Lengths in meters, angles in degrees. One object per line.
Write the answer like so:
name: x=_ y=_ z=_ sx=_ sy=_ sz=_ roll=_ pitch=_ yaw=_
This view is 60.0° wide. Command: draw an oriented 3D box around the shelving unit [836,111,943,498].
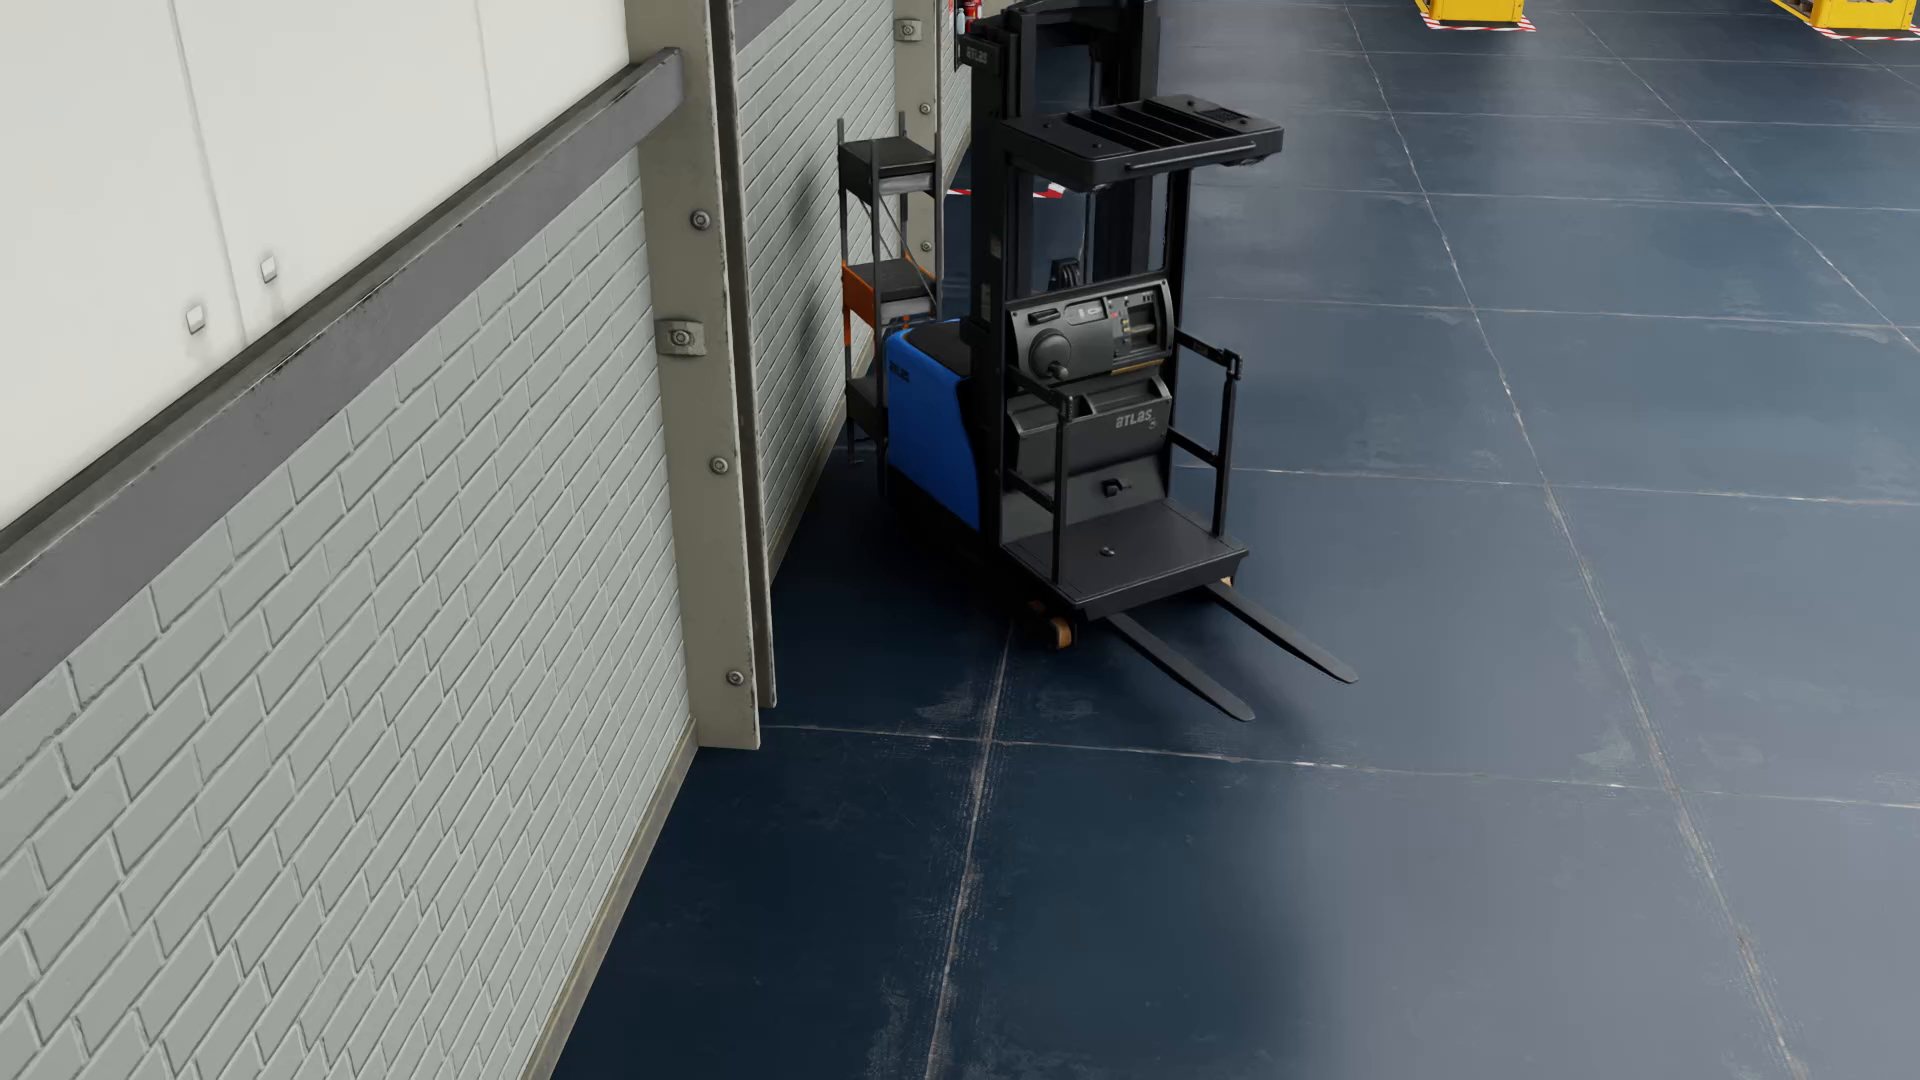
shelving unit: x=-0.389 y=-1.315 z=9.474 sx=0.431 sy=2.100 sz=0.503 roll=-12 pitch=31 yaw=-22

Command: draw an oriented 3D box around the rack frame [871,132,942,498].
rack frame: x=-0.286 y=-1.209 z=9.280 sx=0.400 sy=2.100 sz=0.015 roll=-12 pitch=31 yaw=-22

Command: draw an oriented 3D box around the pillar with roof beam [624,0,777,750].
pillar with roof beam: x=3.232 y=-2.867 z=5.085 sx=9.100 sy=9.000 sz=0.400 roll=3 pitch=28 yaw=6

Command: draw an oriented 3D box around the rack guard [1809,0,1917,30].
rack guard: x=11.733 y=-6.932 z=21.590 sx=1.175 sy=0.500 sz=0.348 roll=3 pitch=28 yaw=6

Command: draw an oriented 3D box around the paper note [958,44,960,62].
paper note: x=-0.001 y=-4.497 z=15.363 sx=0.016 sy=0.148 sz=0.142 roll=3 pitch=28 yaw=6

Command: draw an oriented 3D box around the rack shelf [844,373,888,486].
rack shelf: x=-0.390 y=-0.689 z=9.816 sx=0.431 sy=0.518 sz=0.480 roll=-12 pitch=31 yaw=-22

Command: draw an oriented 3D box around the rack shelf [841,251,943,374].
rack shelf: x=-0.389 y=-1.303 z=9.481 sx=0.431 sy=0.518 sz=0.480 roll=-12 pitch=31 yaw=-22

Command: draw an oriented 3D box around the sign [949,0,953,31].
sign: x=-0.081 y=-4.725 z=14.821 sx=0.001 sy=0.329 sz=0.234 roll=3 pitch=28 yaw=6

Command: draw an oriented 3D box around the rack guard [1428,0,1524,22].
rack guard: x=6.852 y=-7.172 z=22.035 sx=1.175 sy=0.500 sz=0.348 roll=3 pitch=28 yaw=6

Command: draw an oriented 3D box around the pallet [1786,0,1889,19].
pallet: x=11.838 y=-7.187 z=22.367 sx=1.003 sy=0.211 sz=1.213 roll=3 pitch=28 yaw=6

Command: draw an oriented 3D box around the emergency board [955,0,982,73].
emergency board: x=0.089 y=-4.964 z=15.302 sx=0.194 sy=1.169 sz=0.643 roll=3 pitch=28 yaw=6

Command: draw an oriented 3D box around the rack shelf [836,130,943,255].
rack shelf: x=-0.387 y=-1.918 z=9.145 sx=0.431 sy=0.518 sz=0.480 roll=-12 pitch=31 yaw=-22

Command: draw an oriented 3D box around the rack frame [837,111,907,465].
rack frame: x=-0.491 y=-1.421 z=9.668 sx=0.400 sy=2.100 sz=0.015 roll=-12 pitch=31 yaw=-22

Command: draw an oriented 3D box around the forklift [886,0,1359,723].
forklift: x=0.765 y=-0.994 z=8.004 sx=1.130 sy=2.935 sz=3.031 roll=-16 pitch=32 yaw=-27

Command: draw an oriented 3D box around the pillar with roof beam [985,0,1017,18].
pillar with roof beam: x=4.702 y=-8.516 z=15.569 sx=9.100 sy=9.000 sz=0.400 roll=3 pitch=28 yaw=6

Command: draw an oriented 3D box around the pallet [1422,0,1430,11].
pallet: x=6.907 y=-7.418 z=22.797 sx=1.003 sy=0.211 sz=1.213 roll=3 pitch=28 yaw=6

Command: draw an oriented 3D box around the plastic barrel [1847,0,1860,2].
plastic barrel: x=11.775 y=-7.398 z=21.999 sx=0.421 sy=0.512 sz=0.421 roll=0 pitch=28 yaw=0

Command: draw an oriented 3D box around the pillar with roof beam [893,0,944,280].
pillar with roof beam: x=3.967 y=-5.692 z=10.327 sx=9.100 sy=9.000 sz=0.400 roll=3 pitch=28 yaw=6

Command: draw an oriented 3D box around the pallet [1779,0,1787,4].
pallet: x=11.990 y=-7.759 z=23.430 sx=1.003 sy=0.211 sz=1.213 roll=3 pitch=28 yaw=6
